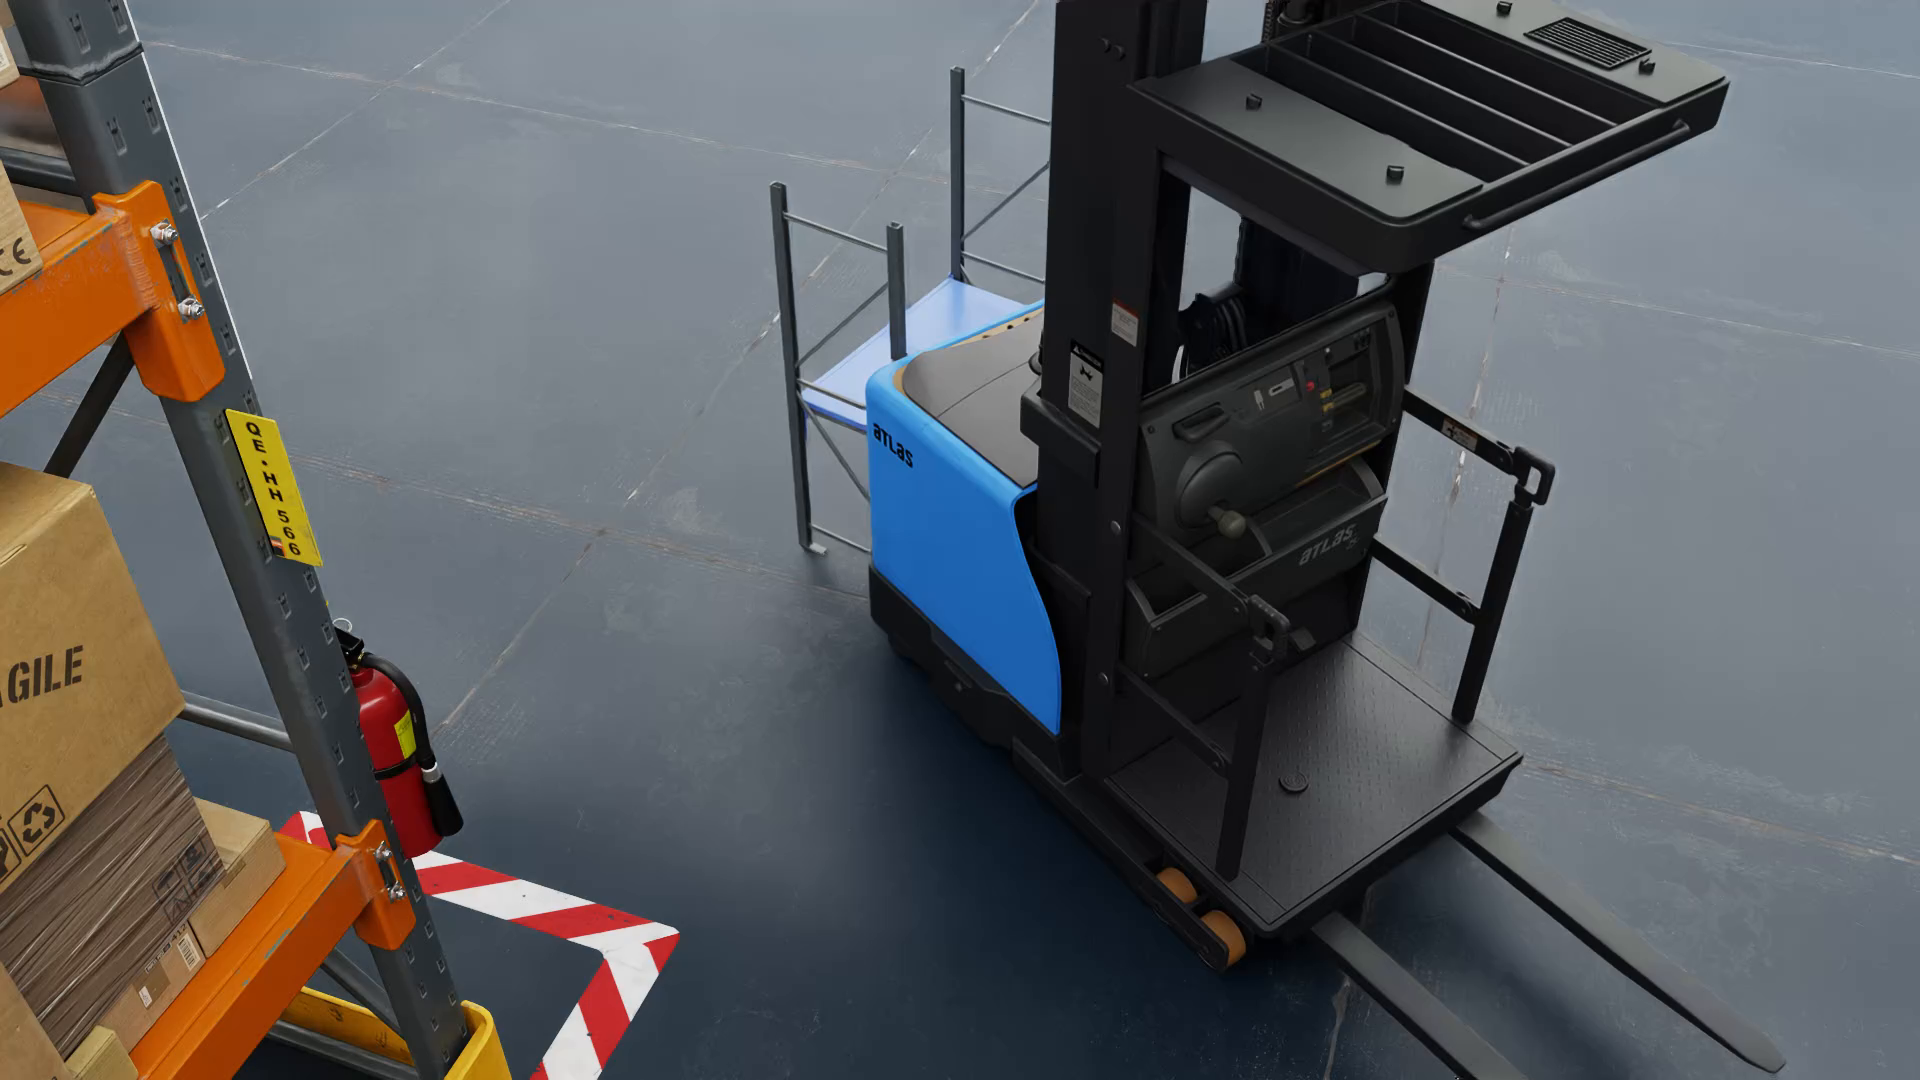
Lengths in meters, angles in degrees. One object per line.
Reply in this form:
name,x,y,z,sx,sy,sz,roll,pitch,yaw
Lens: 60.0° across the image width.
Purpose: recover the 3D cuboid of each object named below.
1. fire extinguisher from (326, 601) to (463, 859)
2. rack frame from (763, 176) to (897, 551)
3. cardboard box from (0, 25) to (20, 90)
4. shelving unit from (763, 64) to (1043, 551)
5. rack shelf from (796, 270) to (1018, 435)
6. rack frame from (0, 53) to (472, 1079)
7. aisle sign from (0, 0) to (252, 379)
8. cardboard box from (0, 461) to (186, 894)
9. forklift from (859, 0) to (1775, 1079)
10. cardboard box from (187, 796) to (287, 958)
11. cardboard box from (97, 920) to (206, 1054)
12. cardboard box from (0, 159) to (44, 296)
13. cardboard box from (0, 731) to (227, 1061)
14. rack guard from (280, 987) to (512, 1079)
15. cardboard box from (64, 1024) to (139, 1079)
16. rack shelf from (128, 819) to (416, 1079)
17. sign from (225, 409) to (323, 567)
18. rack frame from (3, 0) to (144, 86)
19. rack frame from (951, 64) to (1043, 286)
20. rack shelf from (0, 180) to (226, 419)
fire extinguisher,-1.238,0.401,3.529,0.296,0.674,0.183,13,42,15
rack frame,-0.414,-0.488,5.667,0.500,1.500,0.032,25,46,26
cardboard box,-1.512,-0.658,2.208,0.380,0.149,0.250,13,42,15
shelving unit,-0.118,-0.756,5.981,0.538,1.500,1.048,25,46,26
rack shelf,-0.118,-0.620,6.098,0.538,0.185,1.000,25,46,26
rack frame,-1.710,0.339,3.541,1.000,3.000,0.127,13,42,15
aisle sign,-1.407,-0.621,2.664,0.394,0.787,0.004,13,42,15
cardboard box,-1.666,0.198,2.630,0.500,0.500,0.500,13,42,15
forklift,0.952,-0.263,4.300,1.130,2.935,3.031,-26,47,-27
cardboard box,-1.613,0.654,3.366,0.380,0.149,0.250,13,42,15
cardboard box,-1.699,0.807,3.187,0.380,0.149,0.250,13,42,15
cardboard box,-1.636,-0.395,2.206,0.500,0.250,0.500,14,42,16
cardboard box,-1.924,0.517,3.026,0.875,0.500,0.500,13,42,15
rack guard,-1.736,1.336,4.298,1.175,0.500,0.348,13,42,15
cardboard box,-1.737,0.971,2.995,0.380,0.149,0.250,13,42,15
rack shelf,-2.394,1.833,2.345,1.077,0.370,4.000,13,42,15
sign,-1.195,-0.086,2.904,0.100,0.325,0.005,13,42,15
rack frame,-1.710,-1.943,1.594,1.000,3.000,0.127,13,42,15
rack frame,0.179,-1.024,6.295,0.500,1.500,0.032,25,46,26
rack shelf,-2.394,0.691,1.372,1.077,0.370,4.000,13,42,15
